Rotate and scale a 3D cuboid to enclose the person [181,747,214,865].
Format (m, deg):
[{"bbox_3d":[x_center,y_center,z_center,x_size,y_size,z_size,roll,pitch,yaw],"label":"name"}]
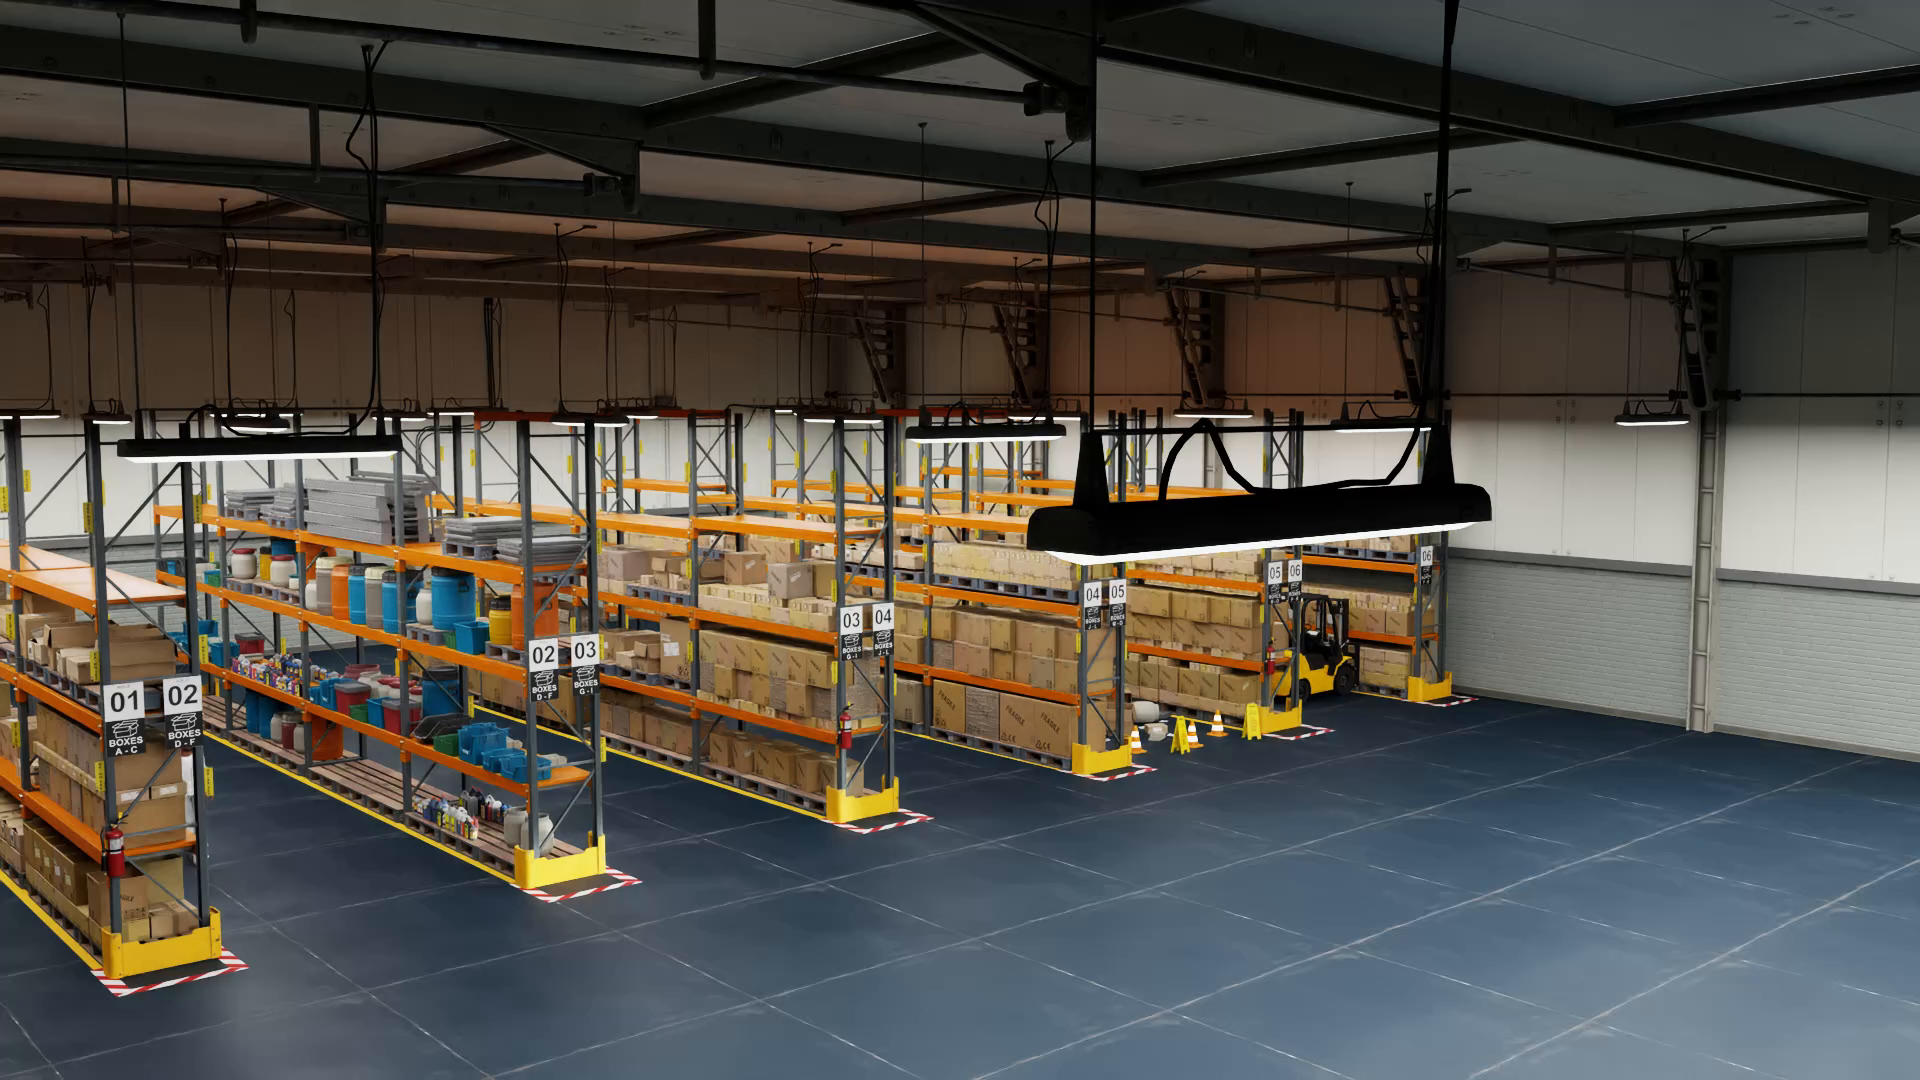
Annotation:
[{"bbox_3d":[-10.411,3.455,22.592,0.806,1.699,0.601,3,6,34],"label":"person"}]

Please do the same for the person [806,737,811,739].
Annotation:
[{"bbox_3d":[-2.585,2.760,30.383,0.502,1.772,0.590,5,7,44],"label":"person"}]
